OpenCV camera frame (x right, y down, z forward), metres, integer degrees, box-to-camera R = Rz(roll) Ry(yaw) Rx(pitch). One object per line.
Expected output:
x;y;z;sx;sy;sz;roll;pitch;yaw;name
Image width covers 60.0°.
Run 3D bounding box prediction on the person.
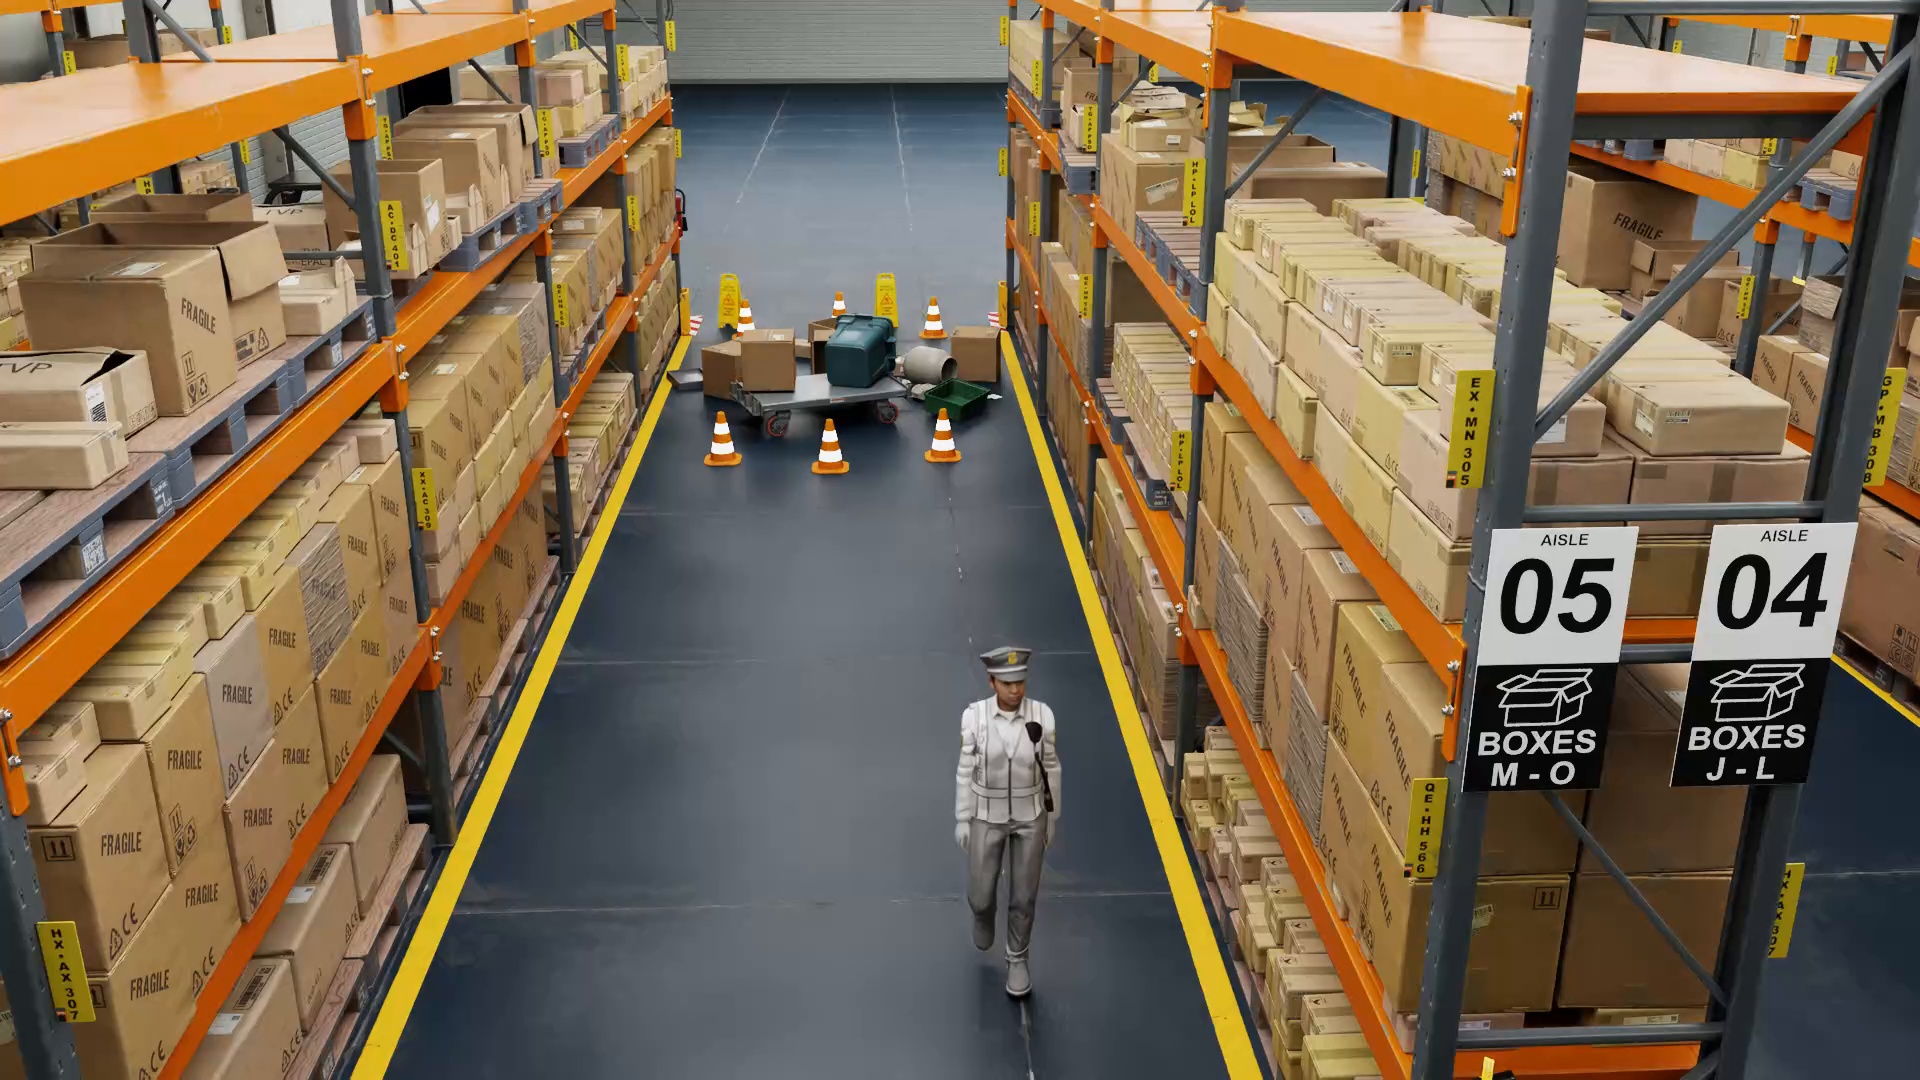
-1.201;-0.708;9.576;5.278;2.350;21.920;-1;21;-2;person
